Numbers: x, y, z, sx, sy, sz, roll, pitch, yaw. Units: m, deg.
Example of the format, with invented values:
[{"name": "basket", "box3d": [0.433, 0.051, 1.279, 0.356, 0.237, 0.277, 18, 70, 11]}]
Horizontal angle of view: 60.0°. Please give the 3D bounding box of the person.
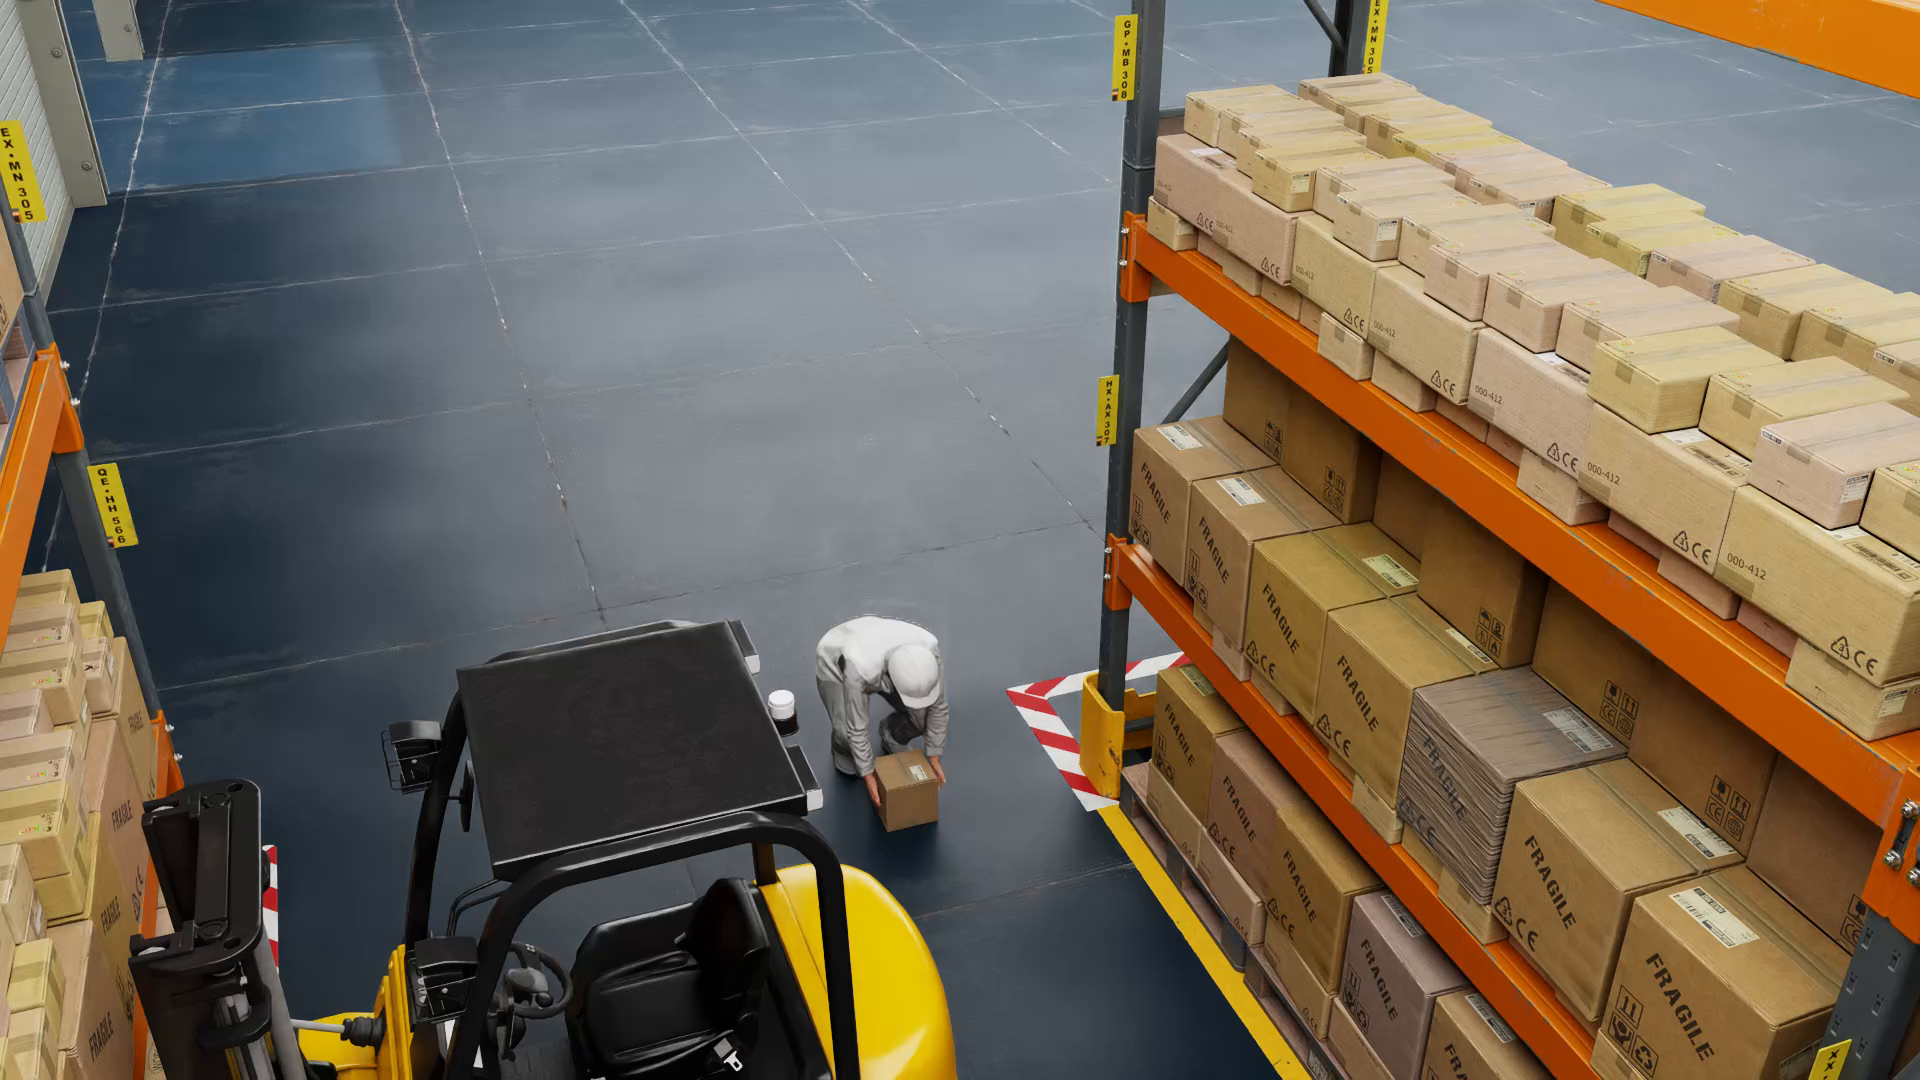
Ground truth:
[{"name": "person", "box3d": [-0.366, 0.732, 7.906, 0.536, 0.916, 0.913, -10, 31, -18]}]
